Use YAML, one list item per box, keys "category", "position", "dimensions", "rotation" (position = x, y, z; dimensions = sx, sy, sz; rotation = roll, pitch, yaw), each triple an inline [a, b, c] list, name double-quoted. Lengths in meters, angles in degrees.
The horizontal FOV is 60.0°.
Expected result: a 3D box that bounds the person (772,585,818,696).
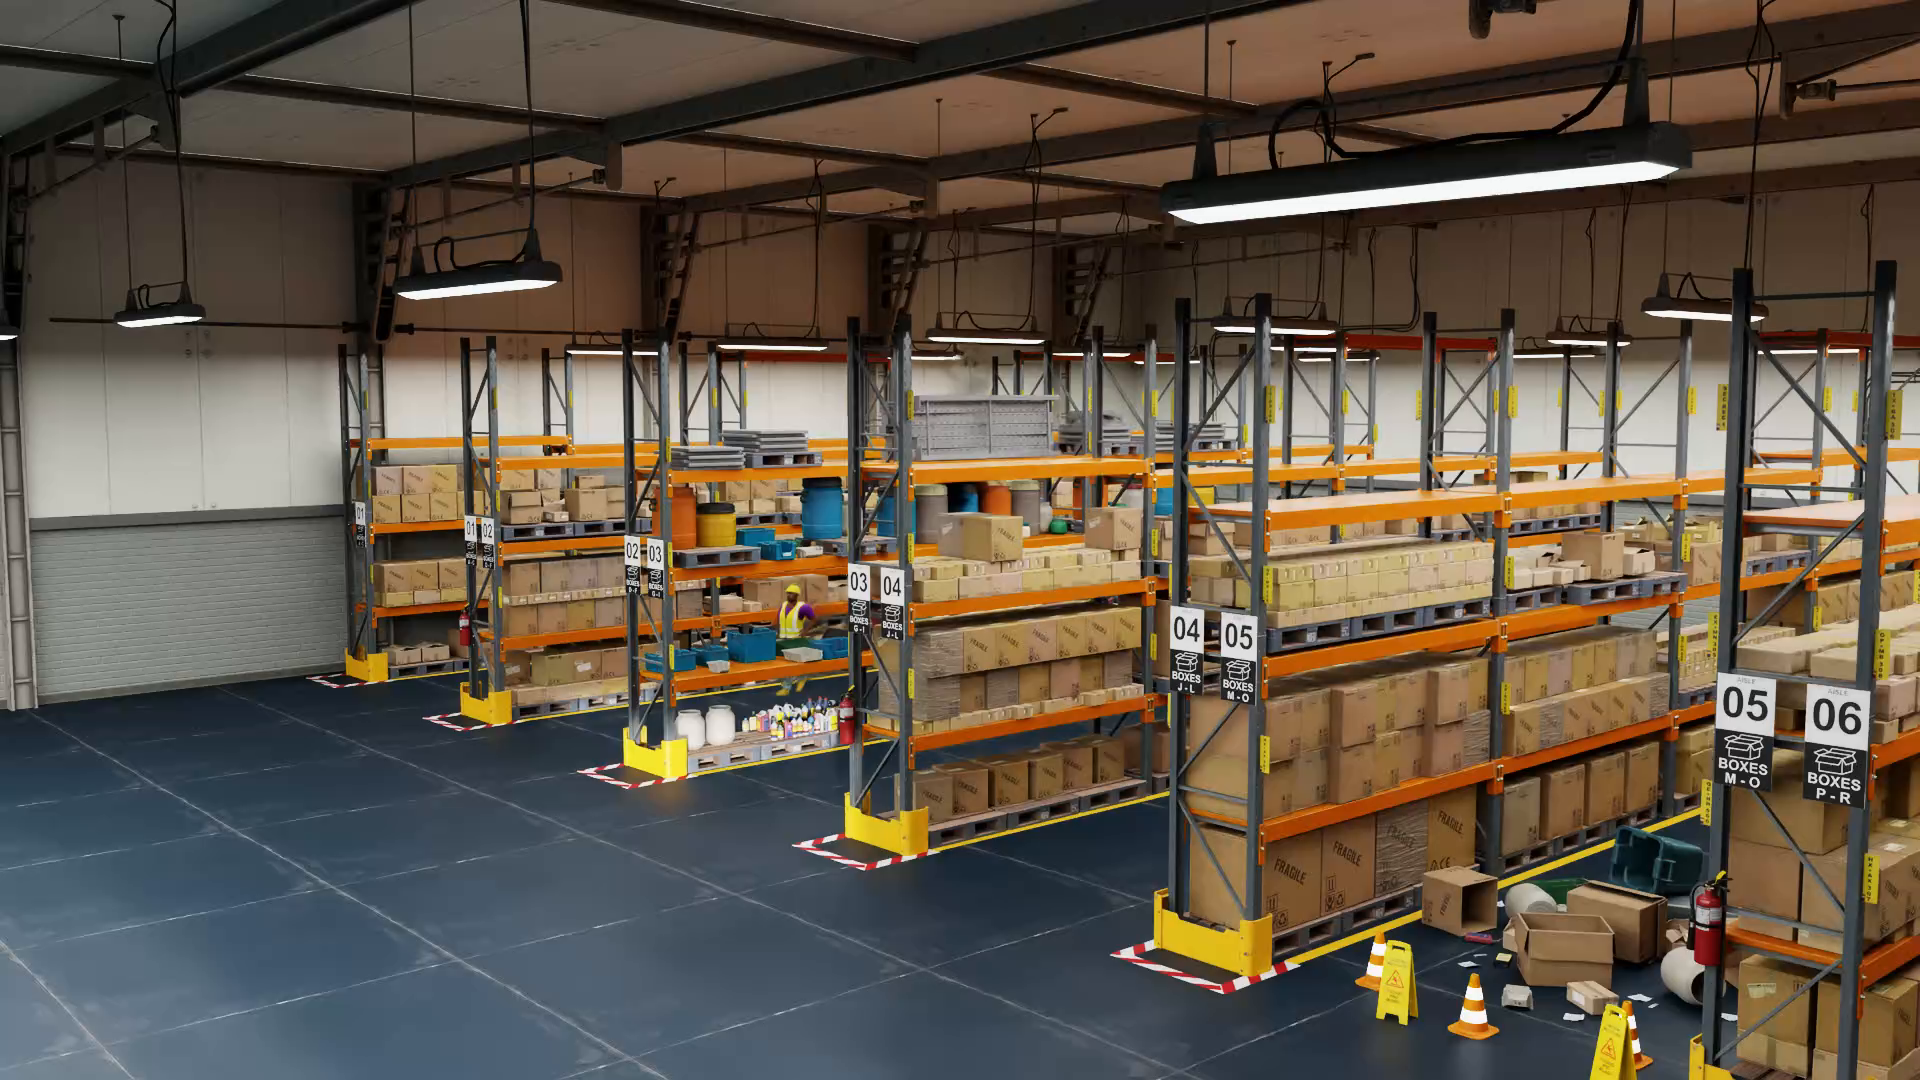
- category: "person"
  position: [-2.707, 1.603, 26.649]
  dimensions: [0.712, 1.777, 0.795]
  rotation: [3, 6, 34]
